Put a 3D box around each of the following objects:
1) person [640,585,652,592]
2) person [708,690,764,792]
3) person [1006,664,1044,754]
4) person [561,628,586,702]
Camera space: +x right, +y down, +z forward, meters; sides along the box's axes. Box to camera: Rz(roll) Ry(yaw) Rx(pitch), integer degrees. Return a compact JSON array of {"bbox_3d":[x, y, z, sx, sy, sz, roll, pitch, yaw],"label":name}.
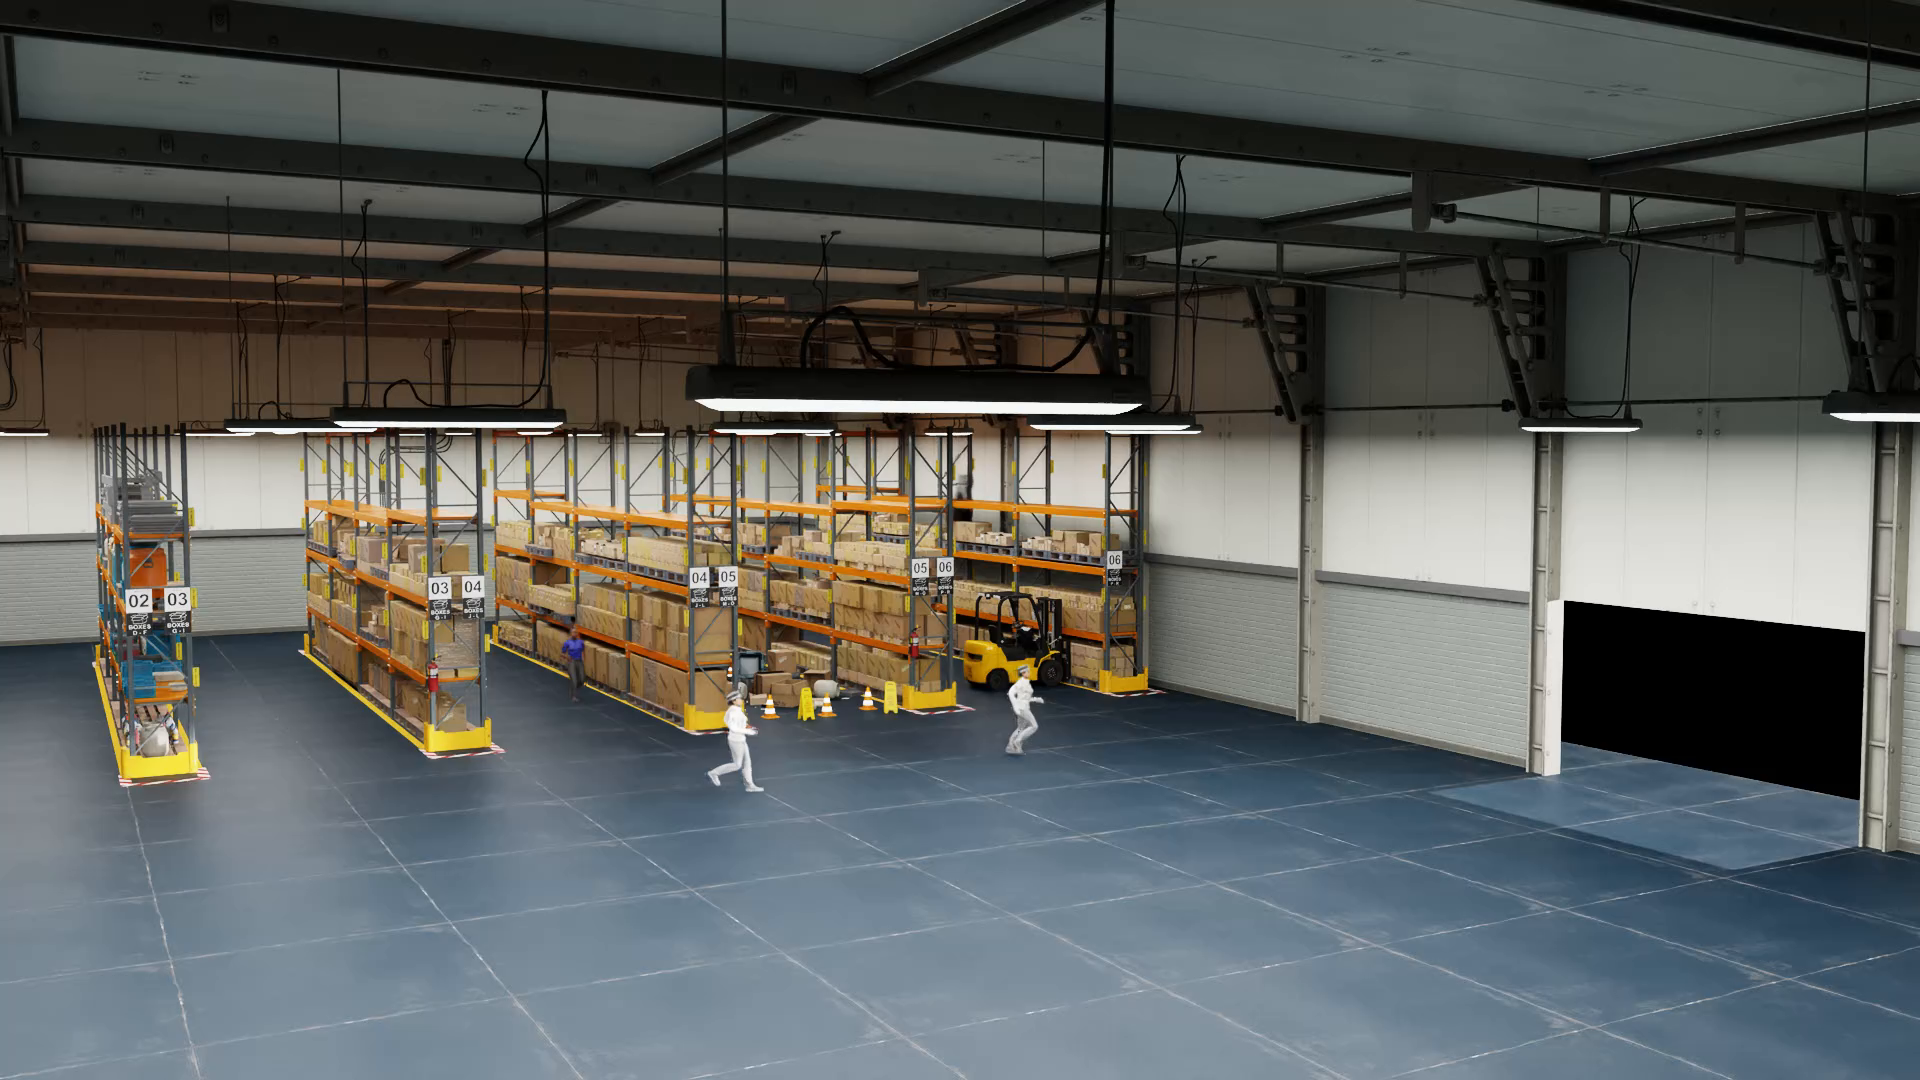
[{"bbox_3d":[-9.522,1.854,50.343,0.547,1.648,0.689,-2,4,-28],"label":"person"},{"bbox_3d":[-3.591,3.245,26.845,0.835,1.668,0.618,0,3,-4],"label":"person"},{"bbox_3d":[1.172,3.058,30.080,0.692,1.646,0.583,1,4,10],"label":"person"},{"bbox_3d":[-8.409,2.721,36.291,0.572,1.606,0.578,-2,4,-31],"label":"person"}]
